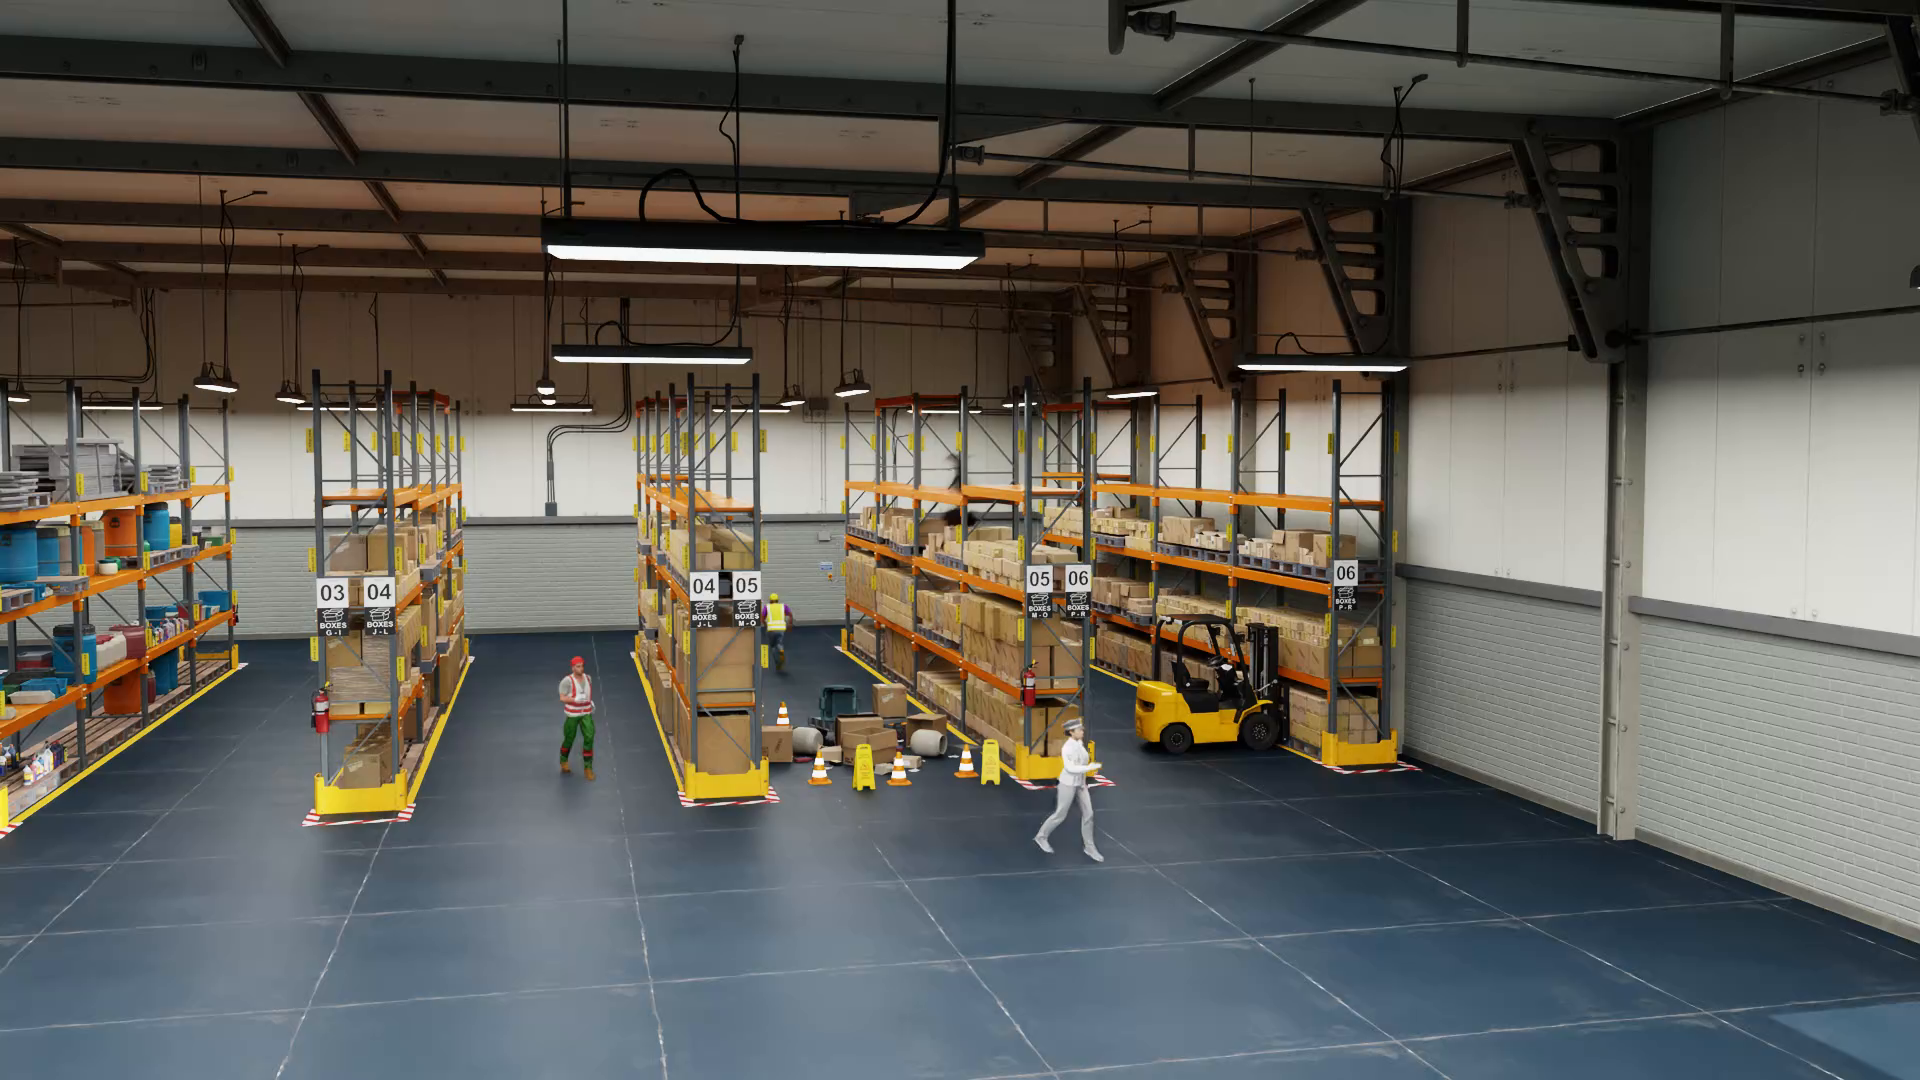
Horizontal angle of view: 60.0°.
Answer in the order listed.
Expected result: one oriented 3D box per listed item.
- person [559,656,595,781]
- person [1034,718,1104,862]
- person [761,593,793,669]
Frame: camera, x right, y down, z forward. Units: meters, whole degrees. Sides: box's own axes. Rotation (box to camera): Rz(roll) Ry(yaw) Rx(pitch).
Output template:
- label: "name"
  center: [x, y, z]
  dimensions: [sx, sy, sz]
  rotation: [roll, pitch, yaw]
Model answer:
- label: "person"
  center: [-5.745, 2.645, 24.946]
  dimensions: [0.652, 1.824, 0.905]
  rotation: [-3, 4, -37]
- label: "person"
  center: [1.321, 2.983, 20.025]
  dimensions: [0.883, 1.715, 0.589]
  rotation: [2, 4, 30]
- label: "person"
  center: [-4.077, 2.044, 36.980]
  dimensions: [0.695, 1.690, 0.804]
  rotation: [-1, 4, -22]
